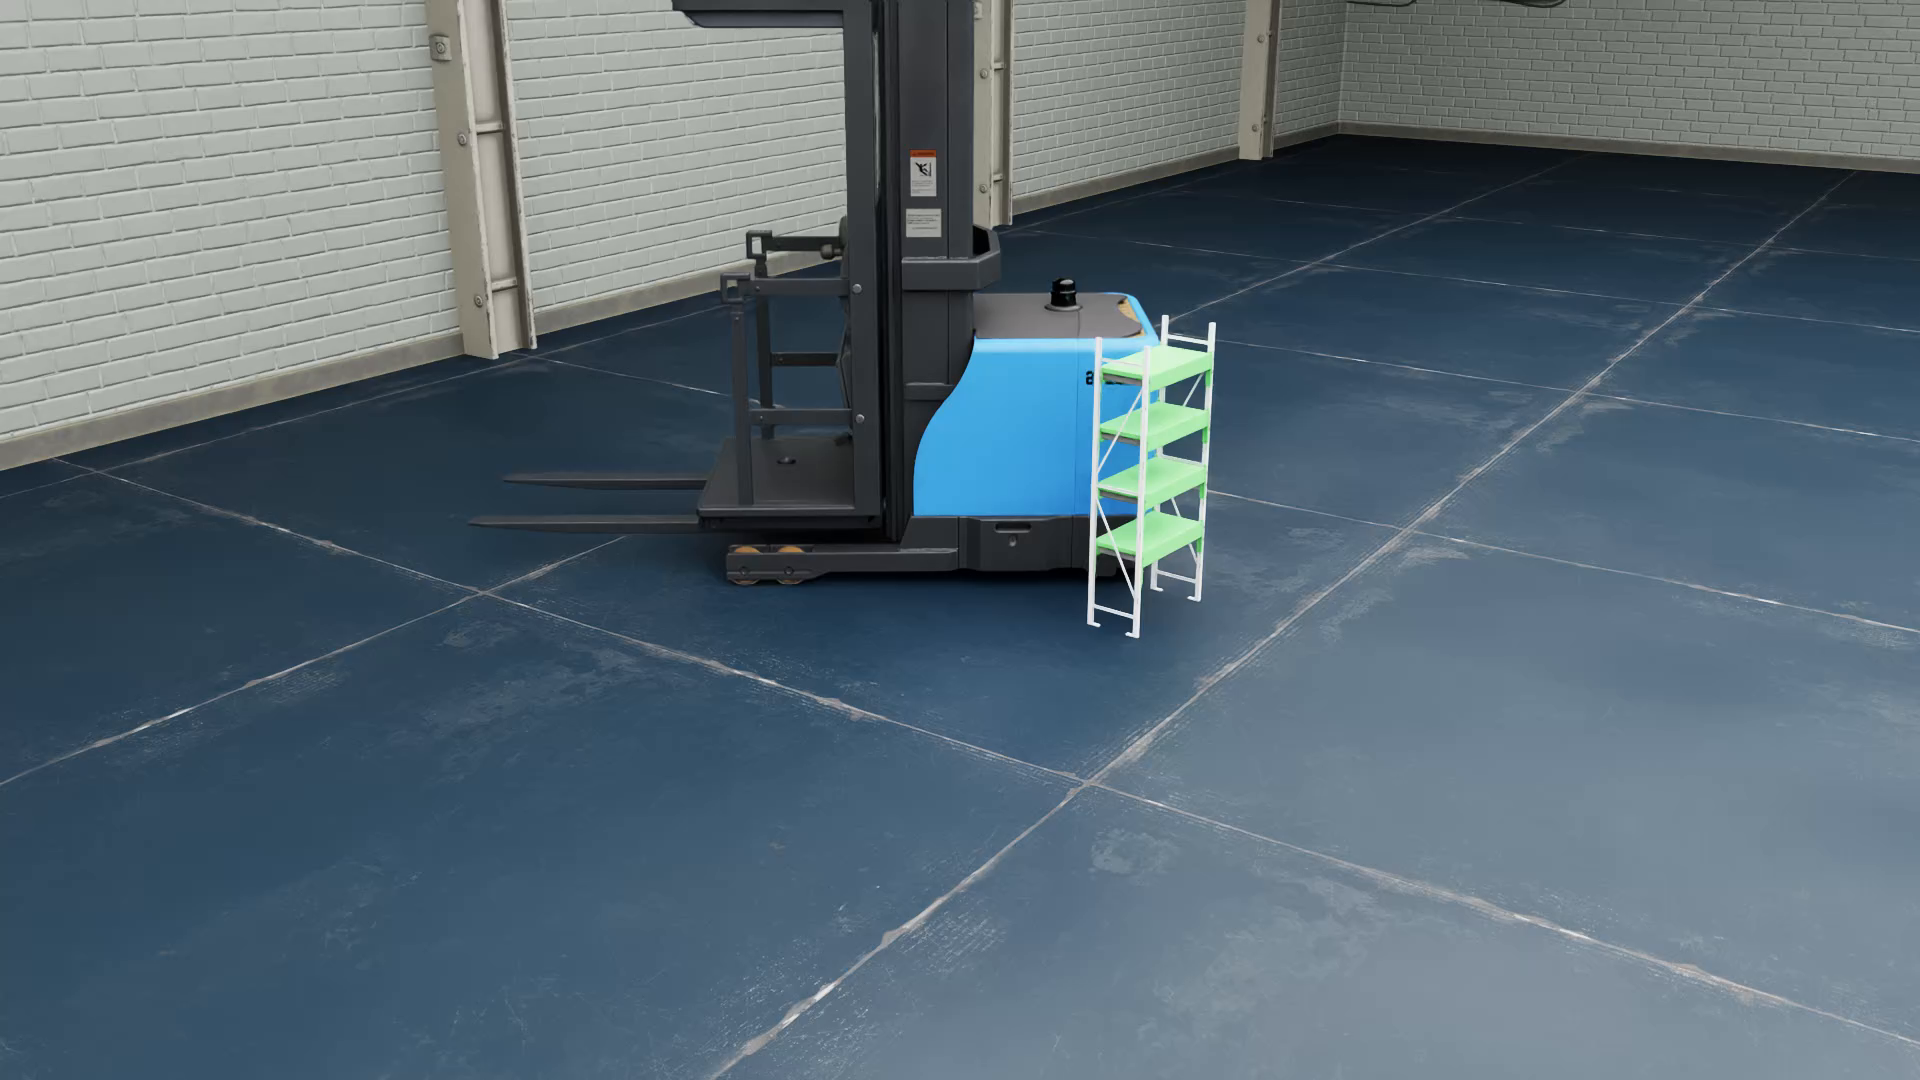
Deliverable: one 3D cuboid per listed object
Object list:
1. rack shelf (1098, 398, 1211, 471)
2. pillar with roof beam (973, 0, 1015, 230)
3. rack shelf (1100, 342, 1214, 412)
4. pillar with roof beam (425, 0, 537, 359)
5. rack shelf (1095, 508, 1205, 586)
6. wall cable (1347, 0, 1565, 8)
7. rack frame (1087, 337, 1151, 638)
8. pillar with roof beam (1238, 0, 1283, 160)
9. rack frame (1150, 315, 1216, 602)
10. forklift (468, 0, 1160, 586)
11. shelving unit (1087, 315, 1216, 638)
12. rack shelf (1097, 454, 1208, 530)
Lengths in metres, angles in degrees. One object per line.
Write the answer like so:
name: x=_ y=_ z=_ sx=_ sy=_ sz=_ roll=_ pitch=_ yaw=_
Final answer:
rack shelf: x=0.773 y=-0.427 z=6.682 sx=0.258 sy=0.148 sz=0.480 roll=15 pitch=25 yaw=35
pillar with roof beam: x=3.827 y=-6.383 z=12.049 sx=9.100 sy=9.000 sz=0.400 roll=13 pitch=24 yaw=32
rack shelf: x=0.773 y=-0.652 z=6.598 sx=0.258 sy=0.148 sz=0.480 roll=15 pitch=25 yaw=35
pillar with roof beam: x=0.455 y=-4.661 z=7.395 sx=9.100 sy=9.000 sz=0.400 roll=13 pitch=24 yaw=32
rack shelf: x=0.773 y=0.023 z=6.848 sx=0.258 sy=0.148 sz=0.480 roll=15 pitch=25 yaw=35
wall cable: x=6.390 y=-8.075 z=21.099 sx=3.097 sy=2.526 sz=0.112 roll=13 pitch=24 yaw=32
rack frame: x=0.622 y=-0.195 z=6.563 sx=0.240 sy=1.200 sz=0.015 roll=15 pitch=25 yaw=35
pillar with roof beam: x=7.200 y=-8.104 z=16.703 sx=9.100 sy=9.000 sz=0.400 roll=13 pitch=24 yaw=32
rack frame: x=0.923 y=-0.328 z=6.923 sx=0.240 sy=1.200 sz=0.015 roll=15 pitch=25 yaw=35
forklift: x=-0.660 y=-1.362 z=7.221 sx=3.031 sy=2.935 sz=1.130 roll=0 pitch=20 yaw=-1
shelving unit: x=0.773 y=-0.262 z=6.743 sx=0.258 sy=1.200 sz=0.503 roll=15 pitch=25 yaw=35
rack shelf: x=0.773 y=-0.202 z=6.765 sx=0.258 sy=0.148 sz=0.480 roll=15 pitch=25 yaw=35
